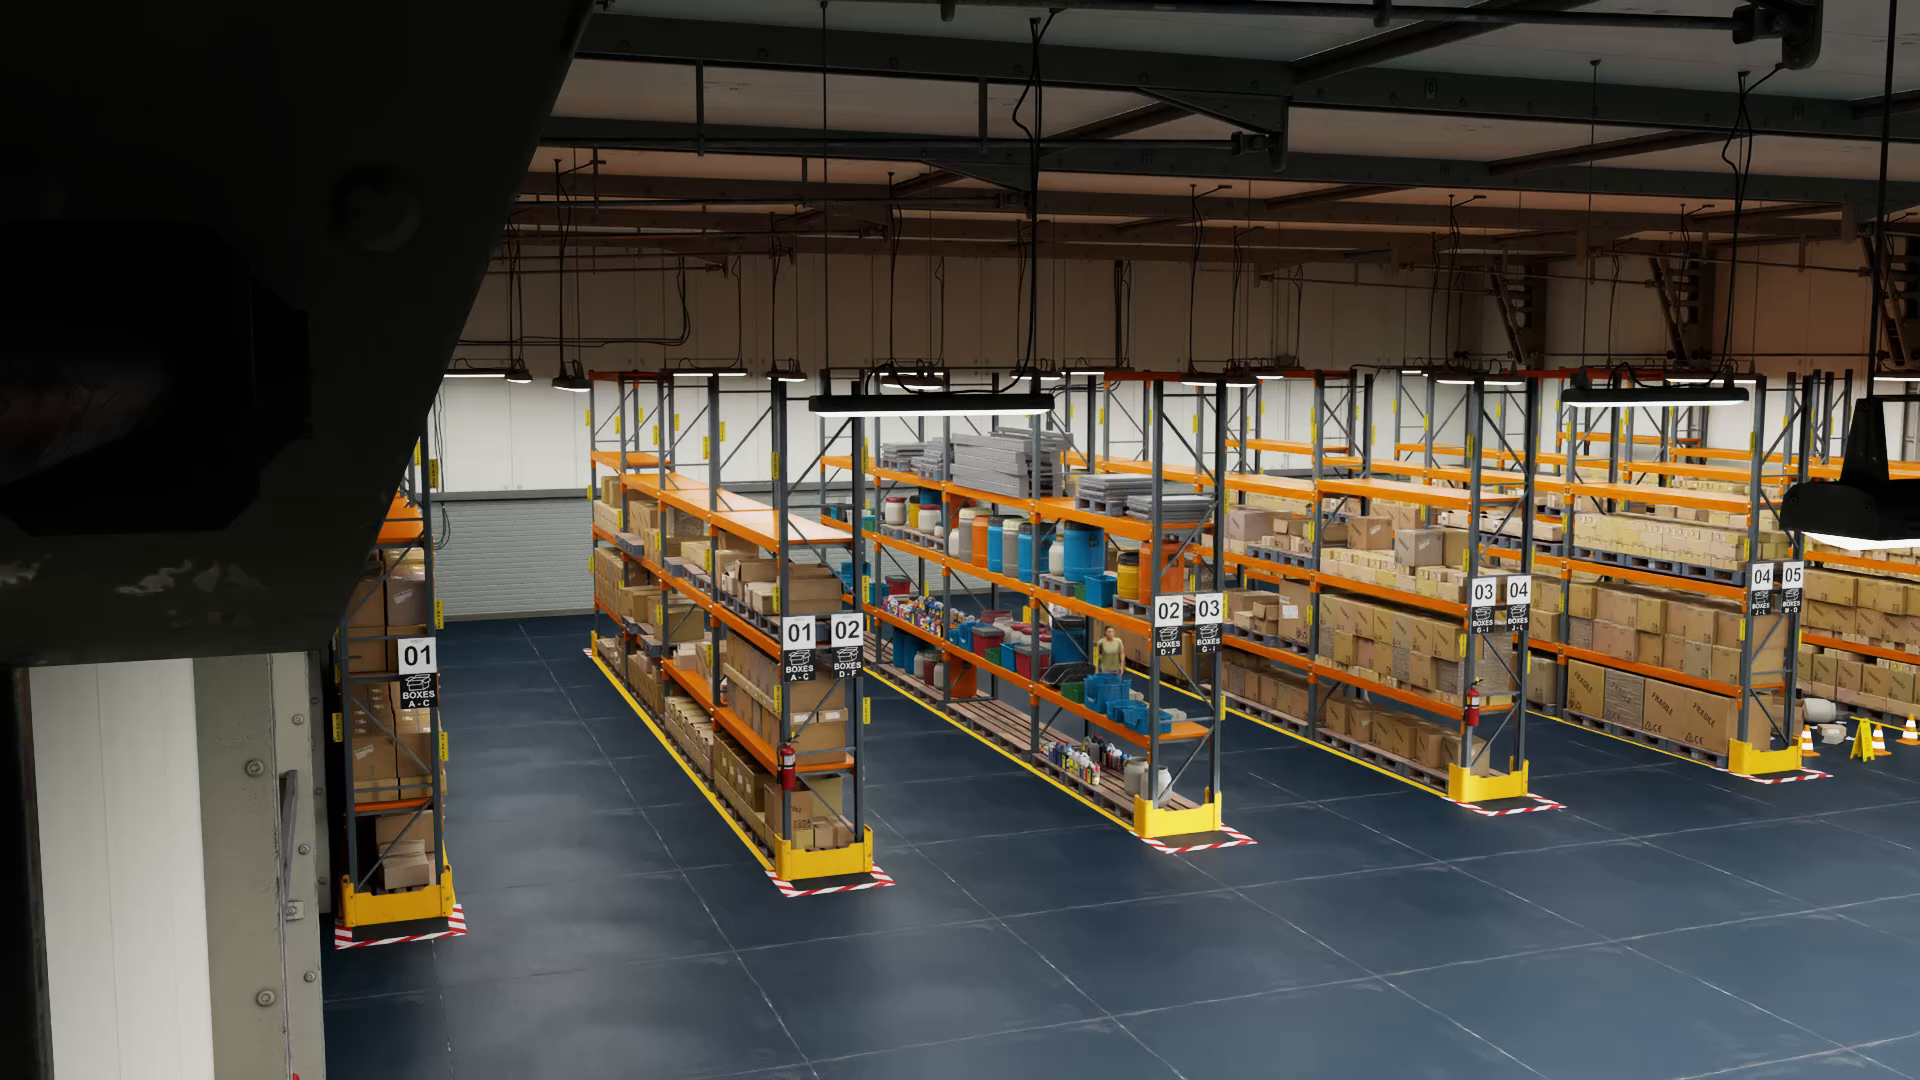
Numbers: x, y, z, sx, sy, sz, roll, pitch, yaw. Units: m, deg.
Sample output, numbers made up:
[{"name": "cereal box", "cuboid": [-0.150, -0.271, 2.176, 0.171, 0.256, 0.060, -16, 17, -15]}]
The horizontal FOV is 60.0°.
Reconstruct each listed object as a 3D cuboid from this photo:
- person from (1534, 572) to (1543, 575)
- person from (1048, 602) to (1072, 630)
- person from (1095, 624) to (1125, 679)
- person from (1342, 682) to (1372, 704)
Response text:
[{"name": "person", "cuboid": [12.242, 1.580, 34.982, 0.549, 1.816, 0.545, -5, 8, -39]}, {"name": "person", "cuboid": [2.059, 1.559, 33.911, 0.551, 1.458, 1.058, -1, 6, -11]}, {"name": "person", "cuboid": [2.585, 2.204, 28.728, 0.510, 1.576, 0.727, -1, 6, -9]}, {"name": "person", "cuboid": [7.024, 2.254, 29.471, 0.434, 1.551, 0.942, -1, 6, -11]}]
